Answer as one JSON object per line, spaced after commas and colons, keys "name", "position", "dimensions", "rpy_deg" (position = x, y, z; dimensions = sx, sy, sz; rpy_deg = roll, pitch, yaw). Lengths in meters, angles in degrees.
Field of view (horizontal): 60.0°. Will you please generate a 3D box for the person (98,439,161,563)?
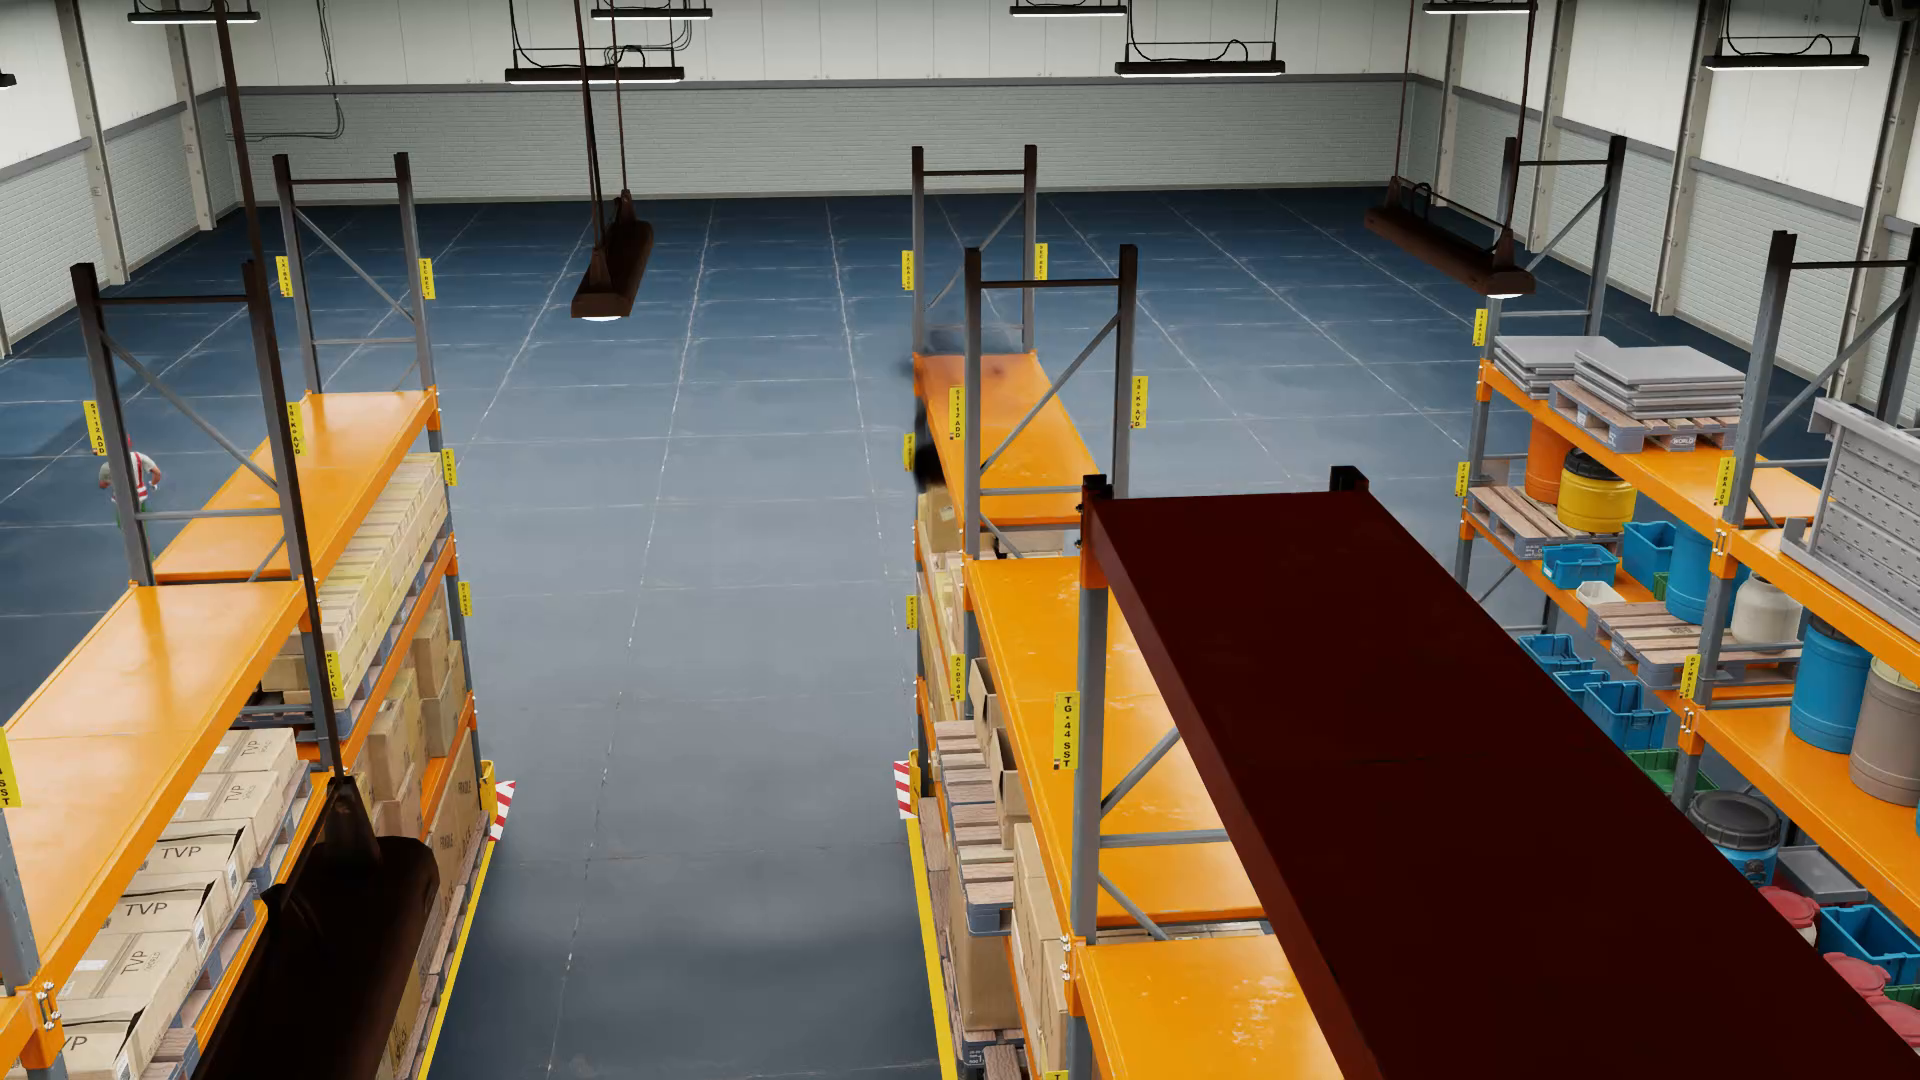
{"name": "person", "position": [-10.159, -0.481, 20.370], "dimensions": [1.002, 1.765, 0.661], "rpy_deg": [17, 27, 37]}
